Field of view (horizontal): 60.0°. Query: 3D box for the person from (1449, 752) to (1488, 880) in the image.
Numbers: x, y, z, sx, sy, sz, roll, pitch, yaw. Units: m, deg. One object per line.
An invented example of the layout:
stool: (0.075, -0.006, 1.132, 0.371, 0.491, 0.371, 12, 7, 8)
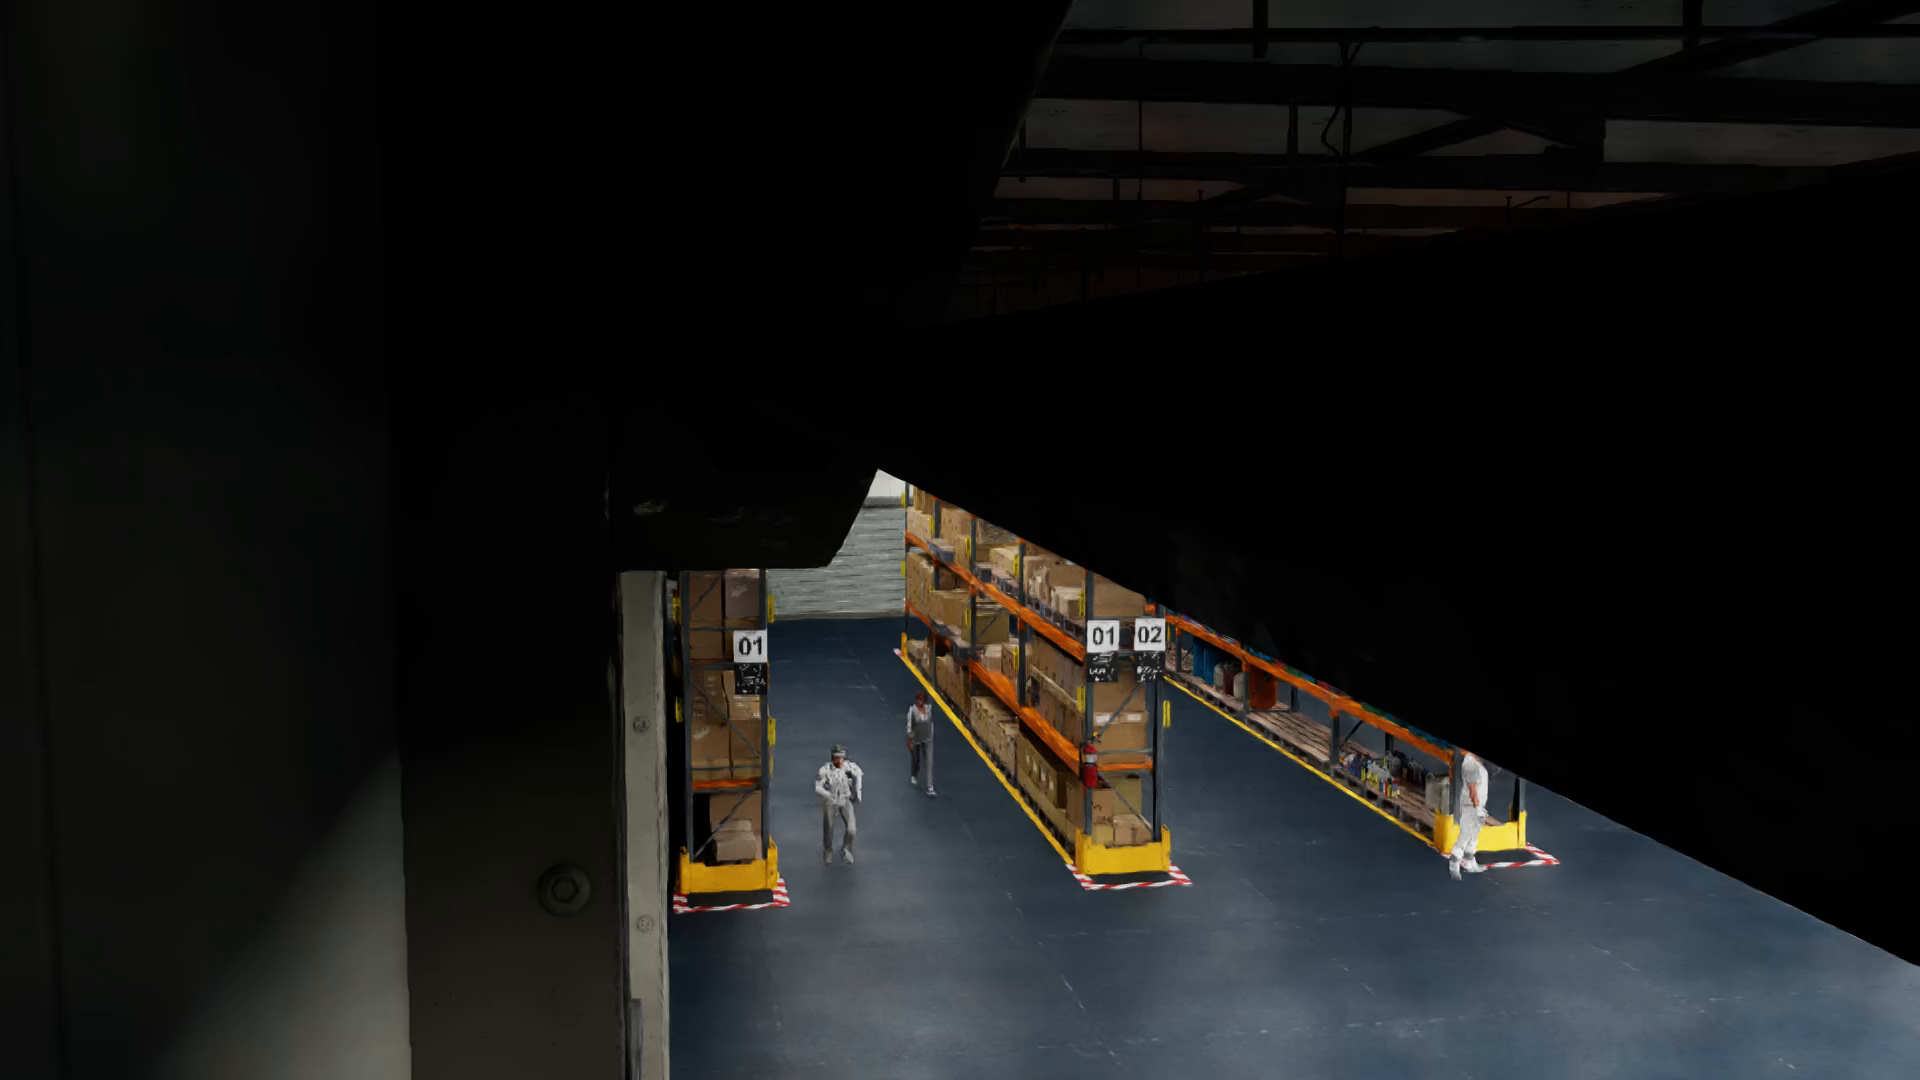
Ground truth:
person: (6.342, 3.304, 20.653, 0.446, 1.785, 0.677, 2, 6, 23)

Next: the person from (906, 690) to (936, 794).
person: (-0.595, 2.983, 24.859, 0.418, 1.512, 1.035, -1, 6, -8)

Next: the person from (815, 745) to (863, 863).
person: (-1.535, 3.349, 21.121, 0.615, 1.607, 0.801, -1, 6, -6)
